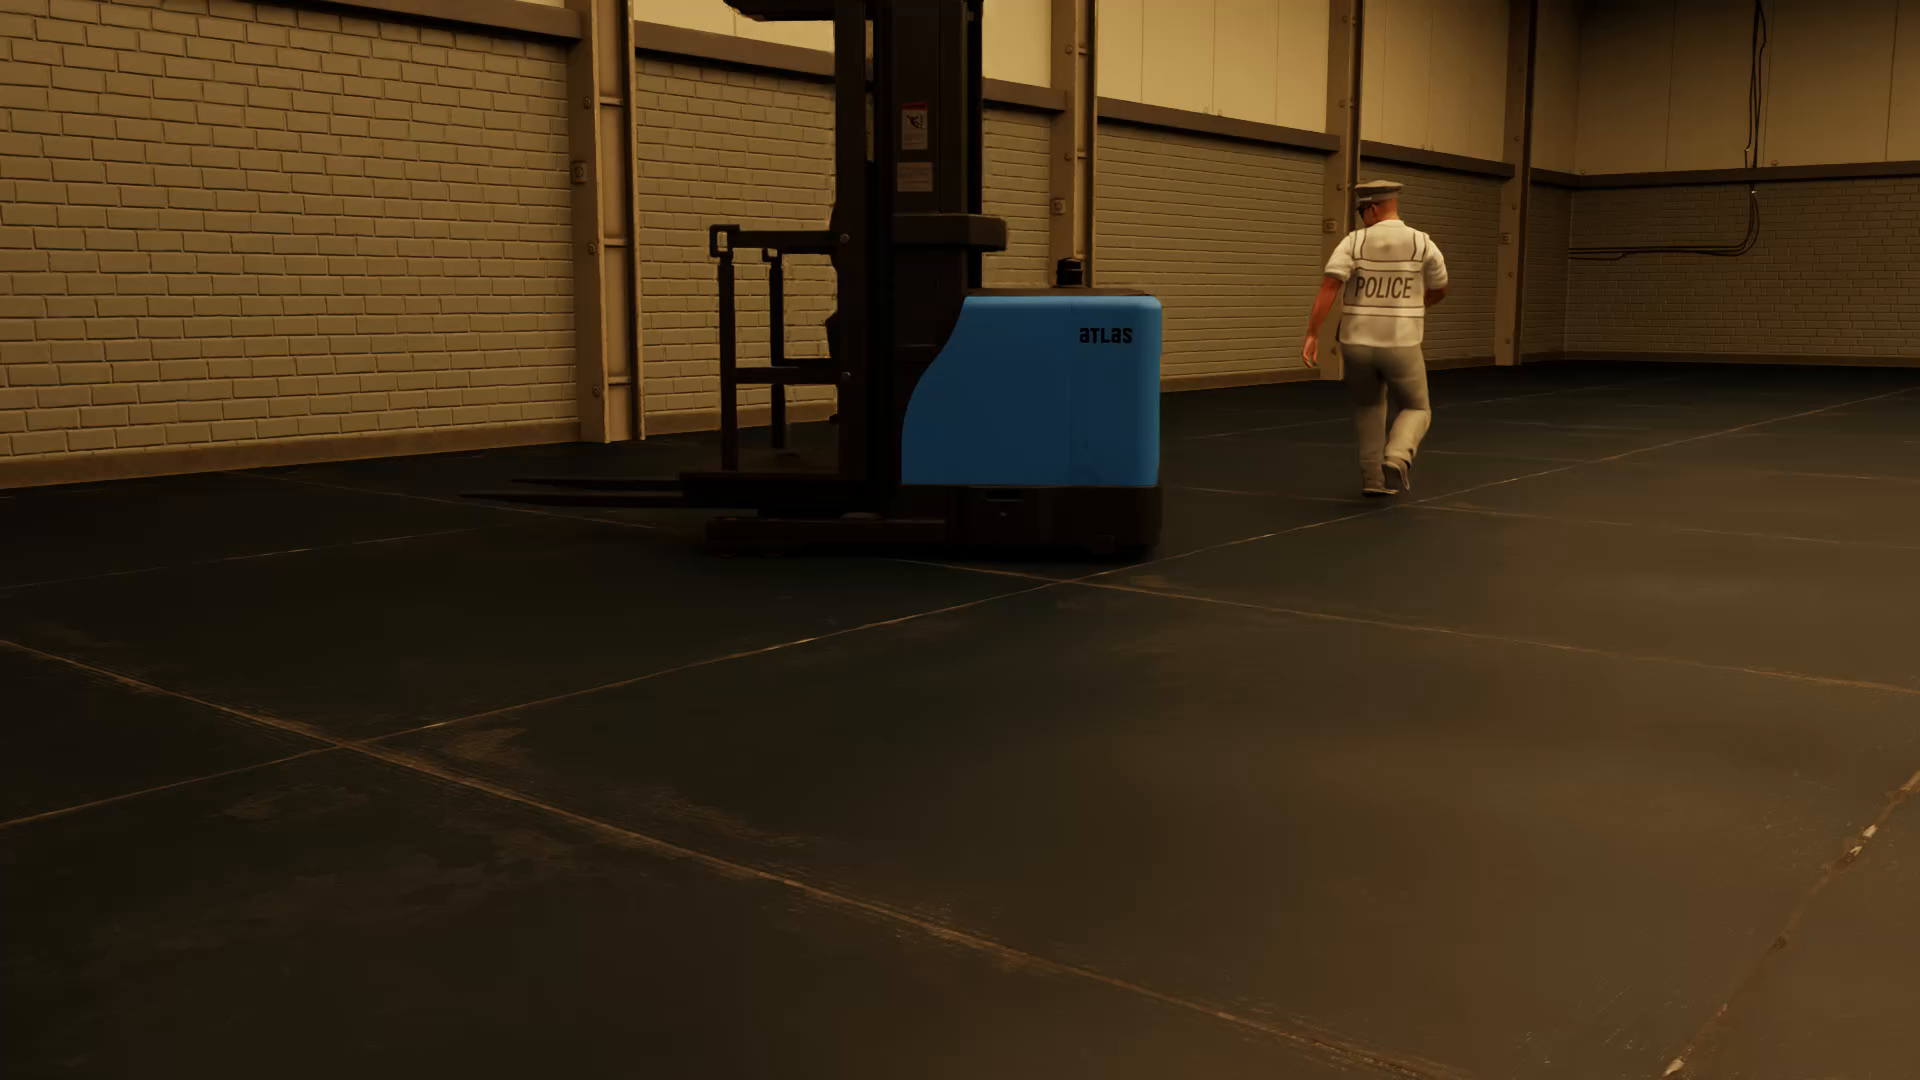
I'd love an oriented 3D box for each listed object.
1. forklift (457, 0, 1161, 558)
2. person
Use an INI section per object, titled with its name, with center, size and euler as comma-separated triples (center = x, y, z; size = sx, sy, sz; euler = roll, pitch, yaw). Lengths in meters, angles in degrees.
[forklift]
center = -0.643, -1.452, 7.204
size = 3.031, 2.935, 1.130
euler = 1, 8, 6
[person]
center = 2.231, -1.055, 8.861
size = 0.665, 1.684, 0.695
euler = 4, 9, 28
